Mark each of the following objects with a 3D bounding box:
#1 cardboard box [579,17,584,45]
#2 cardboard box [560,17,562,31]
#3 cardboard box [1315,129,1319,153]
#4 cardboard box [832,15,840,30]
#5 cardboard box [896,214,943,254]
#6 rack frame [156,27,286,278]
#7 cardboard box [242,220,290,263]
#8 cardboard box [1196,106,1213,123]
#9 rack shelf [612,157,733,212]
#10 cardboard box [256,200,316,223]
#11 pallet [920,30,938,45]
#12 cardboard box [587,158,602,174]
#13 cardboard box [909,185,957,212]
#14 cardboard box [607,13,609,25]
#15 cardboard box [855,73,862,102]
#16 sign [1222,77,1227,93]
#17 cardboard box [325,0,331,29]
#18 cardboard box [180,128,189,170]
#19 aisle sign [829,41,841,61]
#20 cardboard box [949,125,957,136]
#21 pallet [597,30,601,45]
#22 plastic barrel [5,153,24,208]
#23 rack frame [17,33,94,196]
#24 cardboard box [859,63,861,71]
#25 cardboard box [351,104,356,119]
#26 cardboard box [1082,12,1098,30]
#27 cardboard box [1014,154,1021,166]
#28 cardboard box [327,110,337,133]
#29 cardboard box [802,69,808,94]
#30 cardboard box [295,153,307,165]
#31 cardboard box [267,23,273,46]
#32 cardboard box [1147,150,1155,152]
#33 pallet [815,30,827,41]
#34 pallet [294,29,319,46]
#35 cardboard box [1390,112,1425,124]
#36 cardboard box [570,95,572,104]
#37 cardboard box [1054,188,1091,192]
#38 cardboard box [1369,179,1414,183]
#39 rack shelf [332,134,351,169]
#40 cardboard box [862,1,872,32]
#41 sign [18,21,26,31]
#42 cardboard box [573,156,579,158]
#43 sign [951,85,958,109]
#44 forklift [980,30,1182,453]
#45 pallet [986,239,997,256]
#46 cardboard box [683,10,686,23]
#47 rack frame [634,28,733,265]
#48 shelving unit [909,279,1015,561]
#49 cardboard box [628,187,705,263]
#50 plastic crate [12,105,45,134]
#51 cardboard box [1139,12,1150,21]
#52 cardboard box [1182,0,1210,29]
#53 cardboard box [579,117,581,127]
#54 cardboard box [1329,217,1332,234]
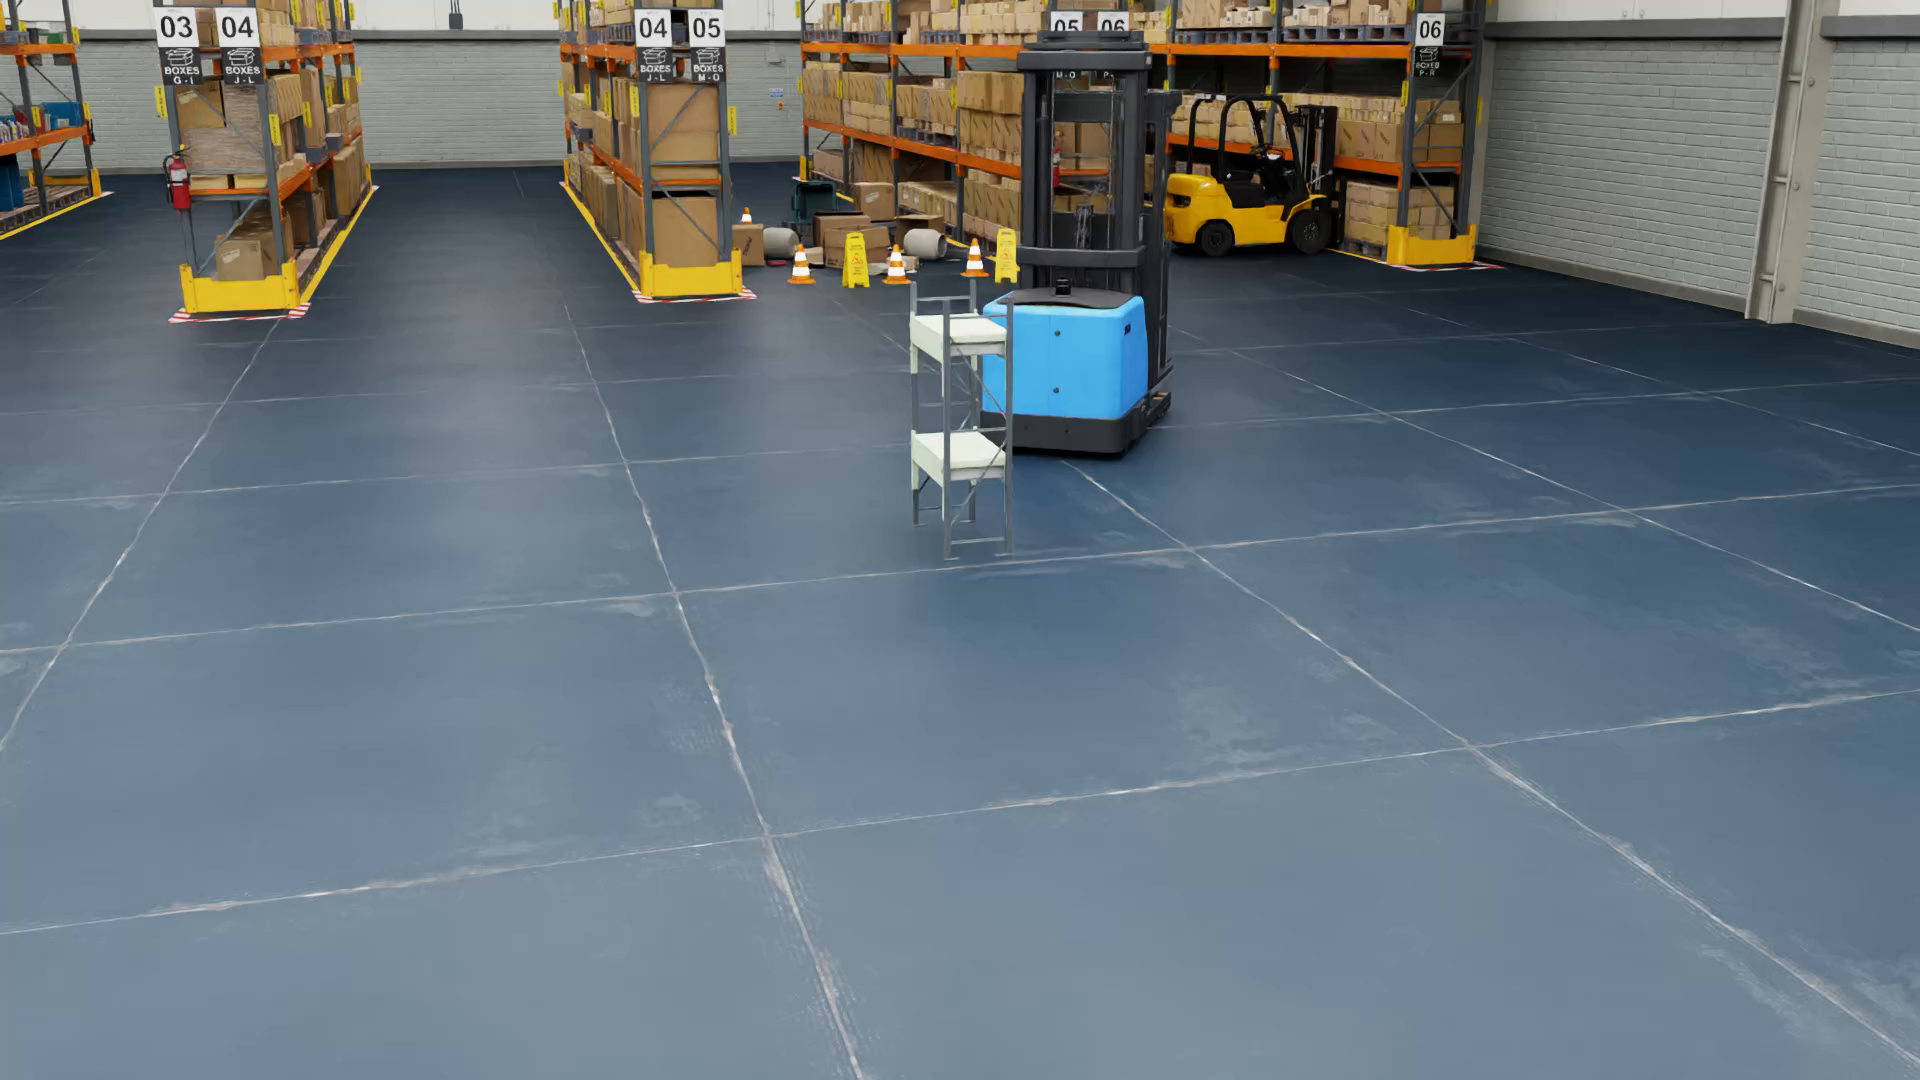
[{"bbox_3d":[-5.930,-8.342,27.120,0.500,0.500,0.500,-5,17,-15],"label":"cardboard box"},{"bbox_3d":[-7.563,-10.113,32.582,0.500,0.250,0.500,-5,17,-16],"label":"cardboard box"},{"bbox_3d":[5.393,-5.910,24.239,0.500,0.500,0.500,-5,17,-16],"label":"cardboard box"},{"bbox_3d":[-2.230,-9.880,31.746,0.396,0.266,0.258,-4,17,-13],"label":"cardboard box"},{"bbox_3d":[-0.562,-4.295,23.377,0.500,0.500,0.500,7,18,23],"label":"cardboard box"},{"bbox_3d":[-7.977,-4.005,18.071,1.000,3.000,0.127,-5,17,-15],"label":"rack frame"},{"bbox_3d":[-8.594,-3.678,20.598,0.500,0.500,0.500,-6,18,-20],"label":"cardboard box"},{"bbox_3d":[4.274,-7.135,27.884,0.500,0.250,0.500,-5,17,-17],"label":"cardboard box"},{"bbox_3d":[-3.730,-4.578,21.228,1.077,0.370,4.000,-5,17,-15],"label":"rack shelf"},{"bbox_3d":[-9.338,-4.430,23.066,0.700,0.500,0.500,-5,17,-16],"label":"cardboard box"},{"bbox_3d":[0.096,-7.707,25.509,1.213,0.211,1.003,-5,17,-15],"label":"pallet"},{"bbox_3d":[-5.969,-6.252,27.864,0.500,0.250,0.500,-4,17,-14],"label":"cardboard box"},{"bbox_3d":[-0.291,-5.583,27.163,0.950,0.372,0.625,-5,17,-16],"label":"cardboard box"},{"bbox_3d":[-4.434,-6.842,21.834,0.380,0.149,0.250,-5,17,-15],"label":"cardboard box"},{"bbox_3d":[-1.600,-8.213,30.166,0.500,0.500,0.500,-5,17,-17],"label":"cardboard box"},{"bbox_3d":[4.657,-7.994,29.338,0.100,0.325,0.005,-5,17,-15],"label":"sign"},{"bbox_3d":[-11.692,-9.418,29.801,0.700,0.500,0.500,-4,17,-12],"label":"cardboard box"},{"bbox_3d":[-8.355,-4.478,18.956,0.875,0.500,0.500,-5,17,-15],"label":"cardboard box"},{"bbox_3d":[-2.568,-10.504,35.186,0.394,0.787,0.004,-5,17,-15],"label":"aisle sign"},{"bbox_3d":[0.045,-6.096,24.739,0.380,0.149,0.250,-4,17,-14],"label":"cardboard box"},{"bbox_3d":[-4.841,-7.445,24.637,1.003,0.211,1.213,-4,17,-13],"label":"pallet"},{"bbox_3d":[-15.904,-5.977,27.553,0.600,0.901,0.708,-5,17,-15],"label":"plastic barrel"},{"bbox_3d":[-17.137,-8.039,31.501,1.000,3.000,0.127,-5,17,-15],"label":"rack frame"},{"bbox_3d":[-2.106,-9.087,31.949,0.380,0.149,0.250,-4,17,-14],"label":"cardboard box"},{"bbox_3d":[-11.707,-8.107,31.471,0.500,0.250,0.500,-5,18,-17],"label":"cardboard box"},{"bbox_3d":[1.669,-6.456,20.759,0.500,0.250,0.500,-5,17,-16],"label":"cardboard box"},{"bbox_3d":[0.917,-4.957,21.678,0.380,0.149,0.250,-4,17,-14],"label":"cardboard box"},{"bbox_3d":[-10.192,-6.564,26.417,0.500,0.500,0.500,-5,17,-17],"label":"cardboard box"},{"bbox_3d":[-2.988,-9.586,34.737,0.500,0.500,0.500,-5,17,-16],"label":"cardboard box"},{"bbox_3d":[-8.735,-4.955,21.670,0.380,0.149,0.250,-5,17,-15],"label":"cardboard box"},{"bbox_3d":[-8.009,-5.666,18.646,0.500,0.250,0.500,-5,17,-16],"label":"cardboard box"},{"bbox_3d":[3.800,-7.382,31.801,0.380,0.149,0.250,-4,17,-14],"label":"cardboard box"},{"bbox_3d":[-2.293,-10.066,33.188,1.003,0.211,1.213,-5,17,-15],"label":"pallet"},{"bbox_3d":[-9.144,-6.637,21.946,1.213,0.211,1.003,-5,17,-15],"label":"pallet"},{"bbox_3d":[5.958,-5.614,22.127,0.380,0.149,0.250,-4,17,-14],"label":"cardboard box"},{"bbox_3d":[-6.596,-7.692,29.017,0.380,0.149,0.250,-5,17,-16],"label":"cardboard box"},{"bbox_3d":[1.440,-4.428,22.224,0.500,0.500,0.500,-5,18,-17],"label":"cardboard box"},{"bbox_3d":[6.105,-4.970,23.595,0.500,0.250,0.500,-5,17,-16],"label":"cardboard box"},{"bbox_3d":[-10.726,-6.426,27.383,1.077,0.370,4.000,-5,17,-15],"label":"rack shelf"},{"bbox_3d":[-1.411,-9.151,29.086,0.500,0.500,0.500,-5,17,-15],"label":"cardboard box"},{"bbox_3d":[-15.508,-8.416,27.527,0.100,0.325,0.005,-5,17,-15],"label":"sign"},{"bbox_3d":[-7.475,-7.535,33.014,0.380,0.149,0.250,-6,18,-18],"label":"cardboard box"},{"bbox_3d":[-0.081,-6.404,24.046,0.100,0.325,0.005,-5,17,-15],"label":"sign"},{"bbox_3d":[1.067,-2.402,12.854,1.130,2.935,3.031,5,17,16],"label":"forklift"},{"bbox_3d":[1.009,-4.038,23.029,1.003,0.211,1.213,-5,17,-15],"label":"pallet"},{"bbox_3d":[-3.037,-6.125,19.447,0.380,0.149,0.250,-5,17,-15],"label":"cardboard box"},{"bbox_3d":[-3.181,-4.369,19.283,1.000,3.000,0.127,-5,17,-15],"label":"rack frame"},{"bbox_3d":[0.002,-0.716,9.730,0.431,1.500,0.755,-5,17,-15],"label":"shelving unit"},{"bbox_3d":[-3.674,-3.978,20.945,0.875,0.875,0.875,-5,17,-16],"label":"cardboard box"},{"bbox_3d":[-16.042,-7.259,28.688,0.402,0.464,0.583,-5,17,-15],"label":"plastic crate"},{"bbox_3d":[3.460,-9.454,30.047,0.380,0.149,0.250,-5,17,-16],"label":"cardboard box"},{"bbox_3d":[4.089,-8.909,28.104,0.500,0.500,0.500,-5,17,-15],"label":"cardboard box"},{"bbox_3d":[-6.023,-6.832,27.188,0.380,0.149,0.250,-5,17,-15],"label":"cardboard box"},{"bbox_3d":[5.469,-4.590,24.069,0.500,0.250,0.500,-4,17,-13],"label":"cardboard box"}]
